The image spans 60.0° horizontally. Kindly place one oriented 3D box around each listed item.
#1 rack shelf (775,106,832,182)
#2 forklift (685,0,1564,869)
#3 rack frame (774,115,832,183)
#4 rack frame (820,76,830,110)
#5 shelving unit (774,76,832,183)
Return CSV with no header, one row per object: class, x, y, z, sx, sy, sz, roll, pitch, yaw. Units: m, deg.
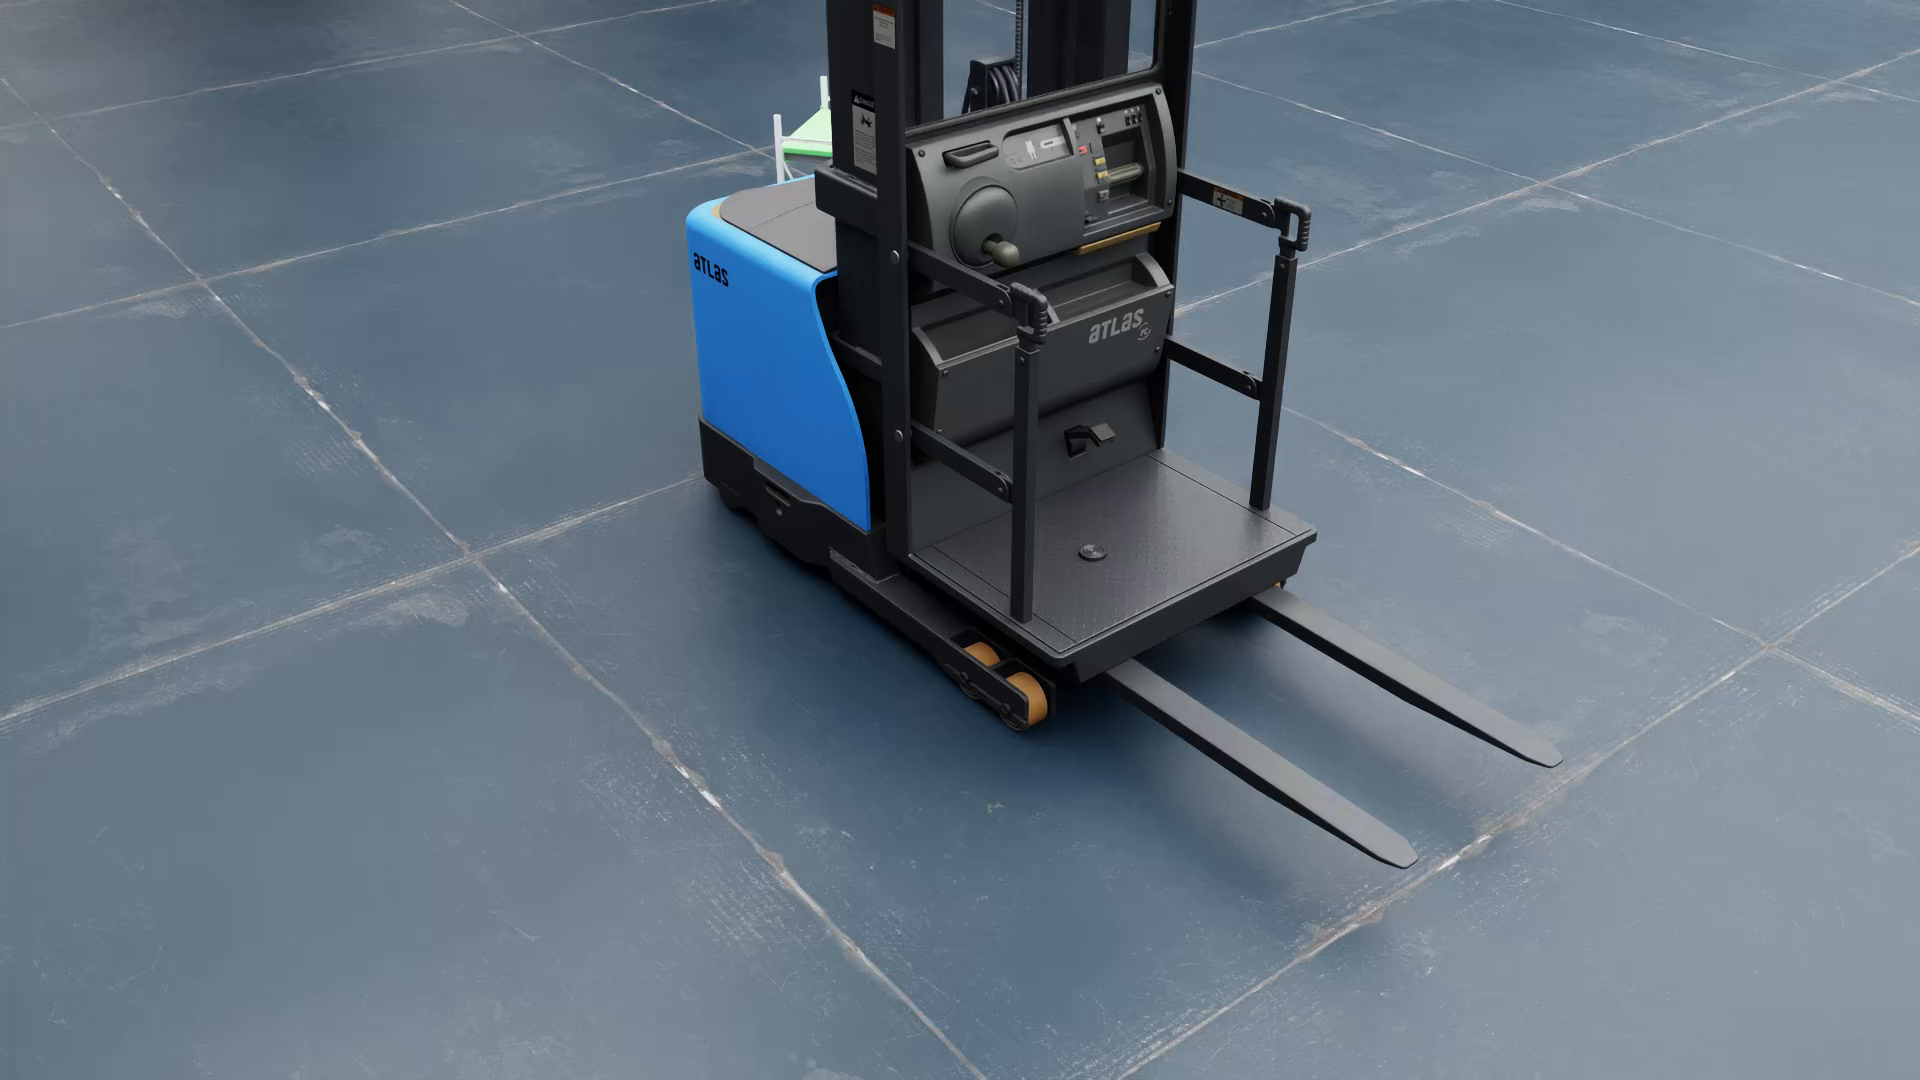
rack shelf,-0.477,-1.459,6.173,0.258,0.148,0.480,8,33,13
forklift,0.391,-0.989,4.565,1.130,2.935,3.031,-23,39,-32
rack frame,-0.544,-0.982,6.194,0.240,1.200,0.015,8,33,13
rack frame,-0.411,-1.230,6.593,0.240,1.200,0.015,8,33,13
shelving unit,-0.477,-1.106,6.393,0.258,1.200,0.503,8,33,13
